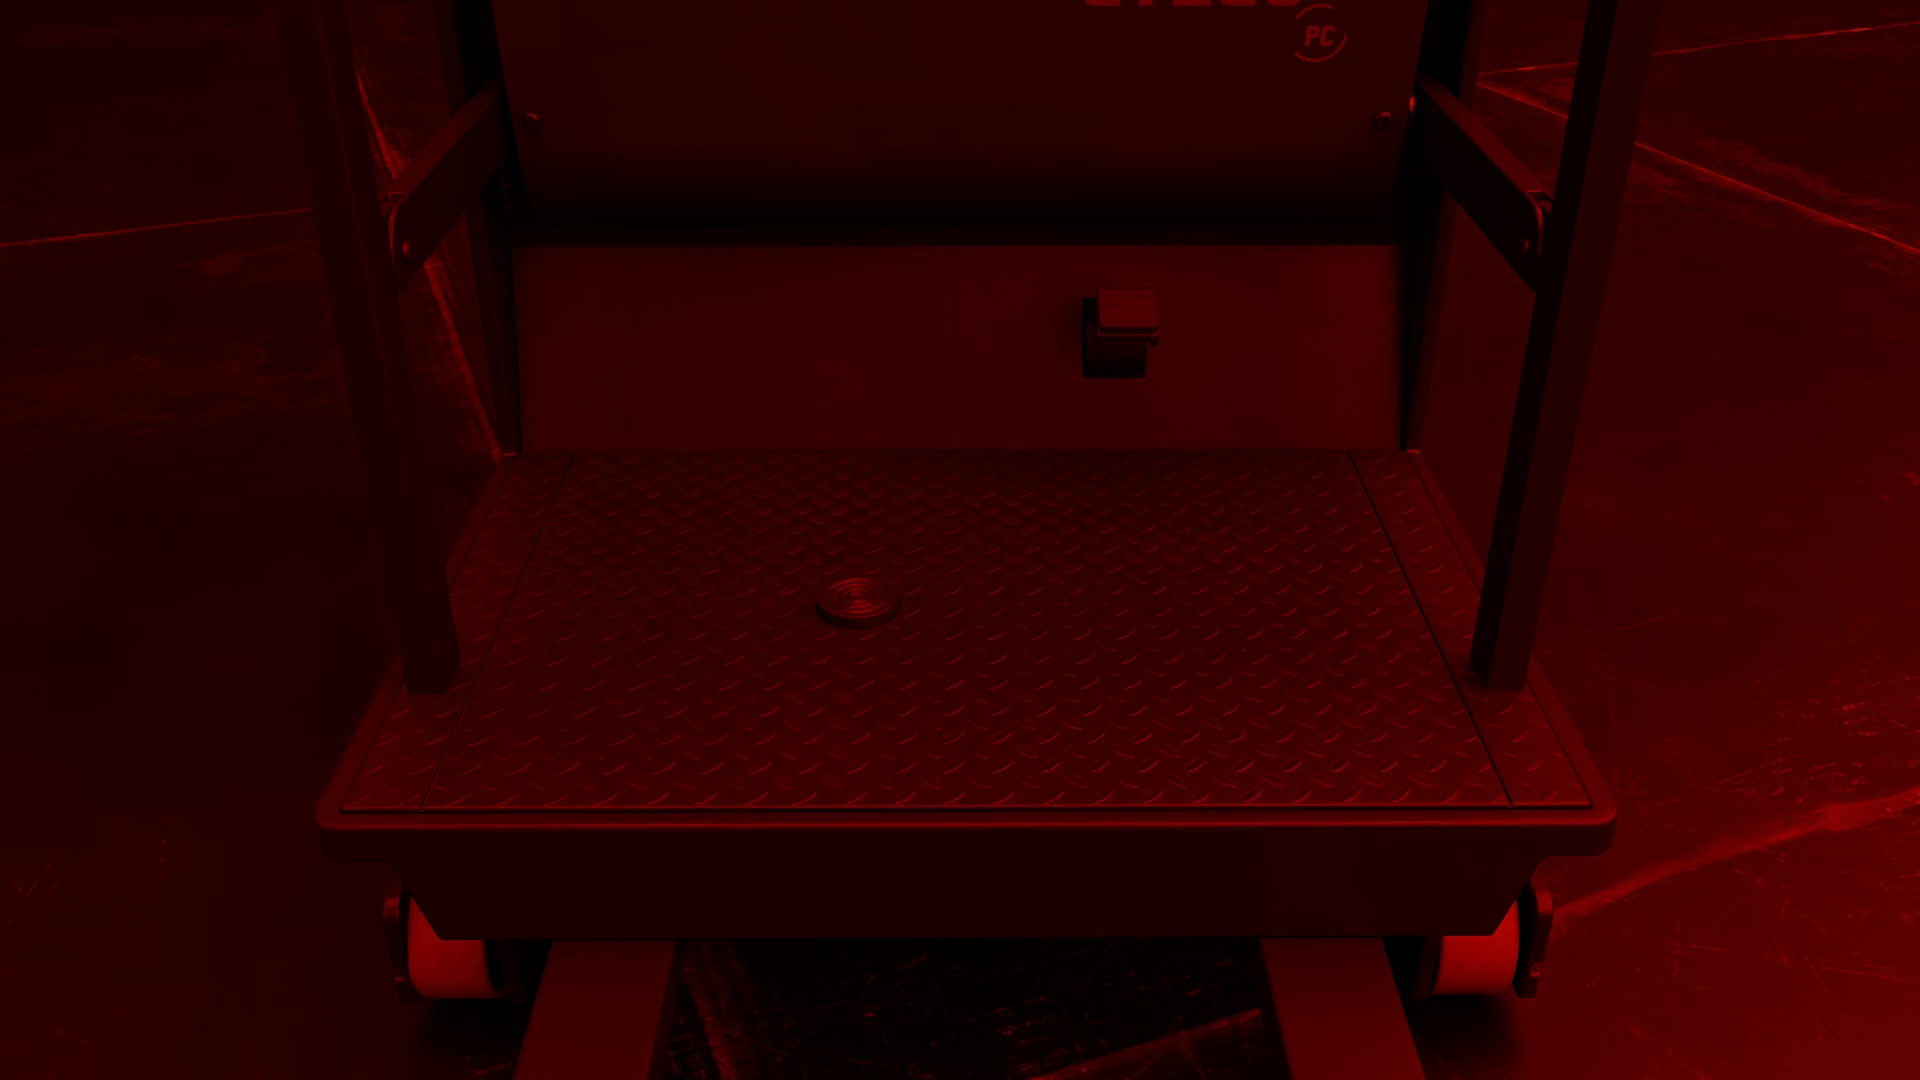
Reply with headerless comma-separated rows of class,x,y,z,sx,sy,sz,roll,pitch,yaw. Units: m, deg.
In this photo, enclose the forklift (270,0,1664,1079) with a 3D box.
forklift,0.003,-0.964,1.232,1.130,2.935,3.031,0,30,0
